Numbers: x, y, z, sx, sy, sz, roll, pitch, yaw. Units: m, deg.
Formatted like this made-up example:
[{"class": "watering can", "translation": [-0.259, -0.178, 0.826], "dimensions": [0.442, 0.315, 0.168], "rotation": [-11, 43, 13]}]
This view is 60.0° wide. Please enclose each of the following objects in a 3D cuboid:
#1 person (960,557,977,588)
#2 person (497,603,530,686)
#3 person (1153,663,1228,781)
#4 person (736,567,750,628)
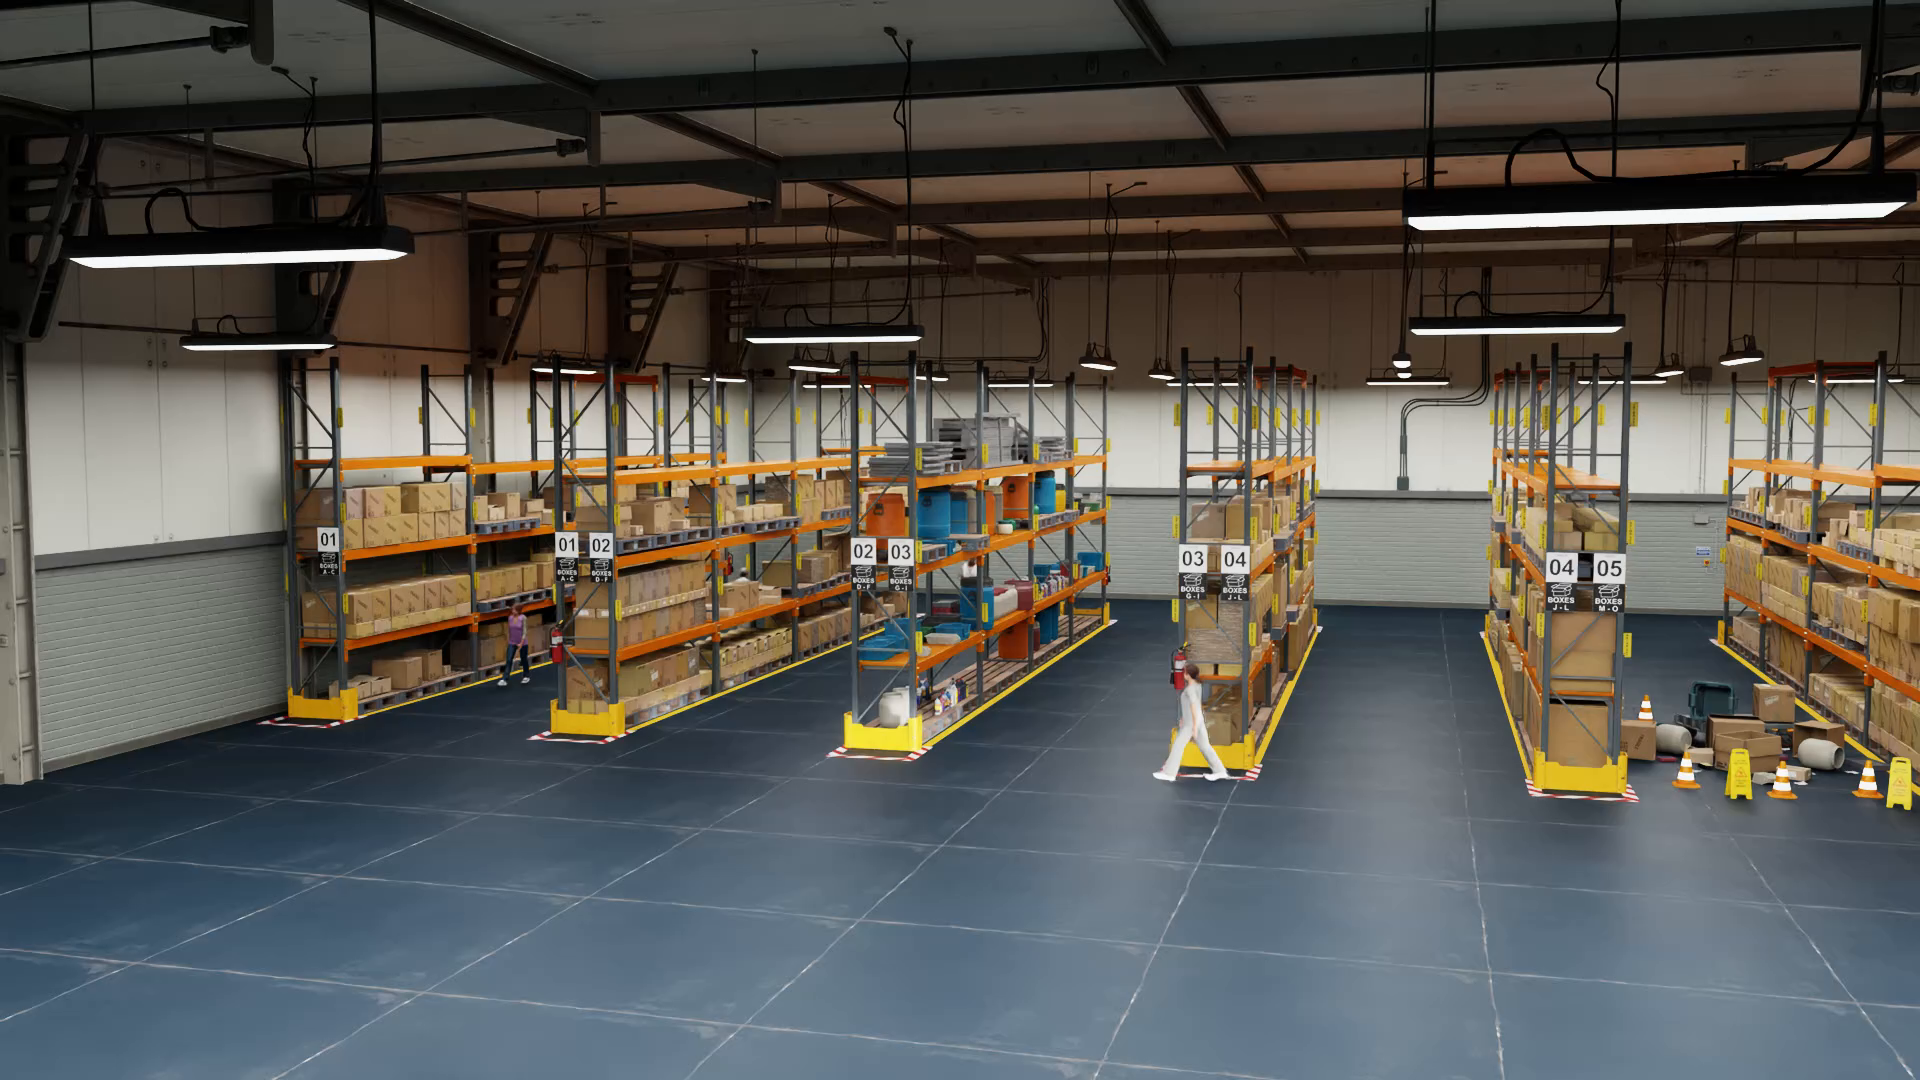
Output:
[{"class": "person", "translation": [0.249, 1.149, 40.298], "dimensions": [0.611, 1.715, 1.054], "rotation": [1, 4, 10]}, {"class": "person", "translation": [-8.262, 1.938, 30.906], "dimensions": [0.433, 1.546, 0.967], "rotation": [0, 4, 3]}, {"class": "person", "translation": [3.177, 2.504, 22.836], "dimensions": [0.997, 1.628, 0.473], "rotation": [2, 4, 20]}, {"class": "person", "translation": [-4.851, 1.446, 37.240], "dimensions": [0.543, 1.660, 0.498], "rotation": [4, 5, 40]}]
